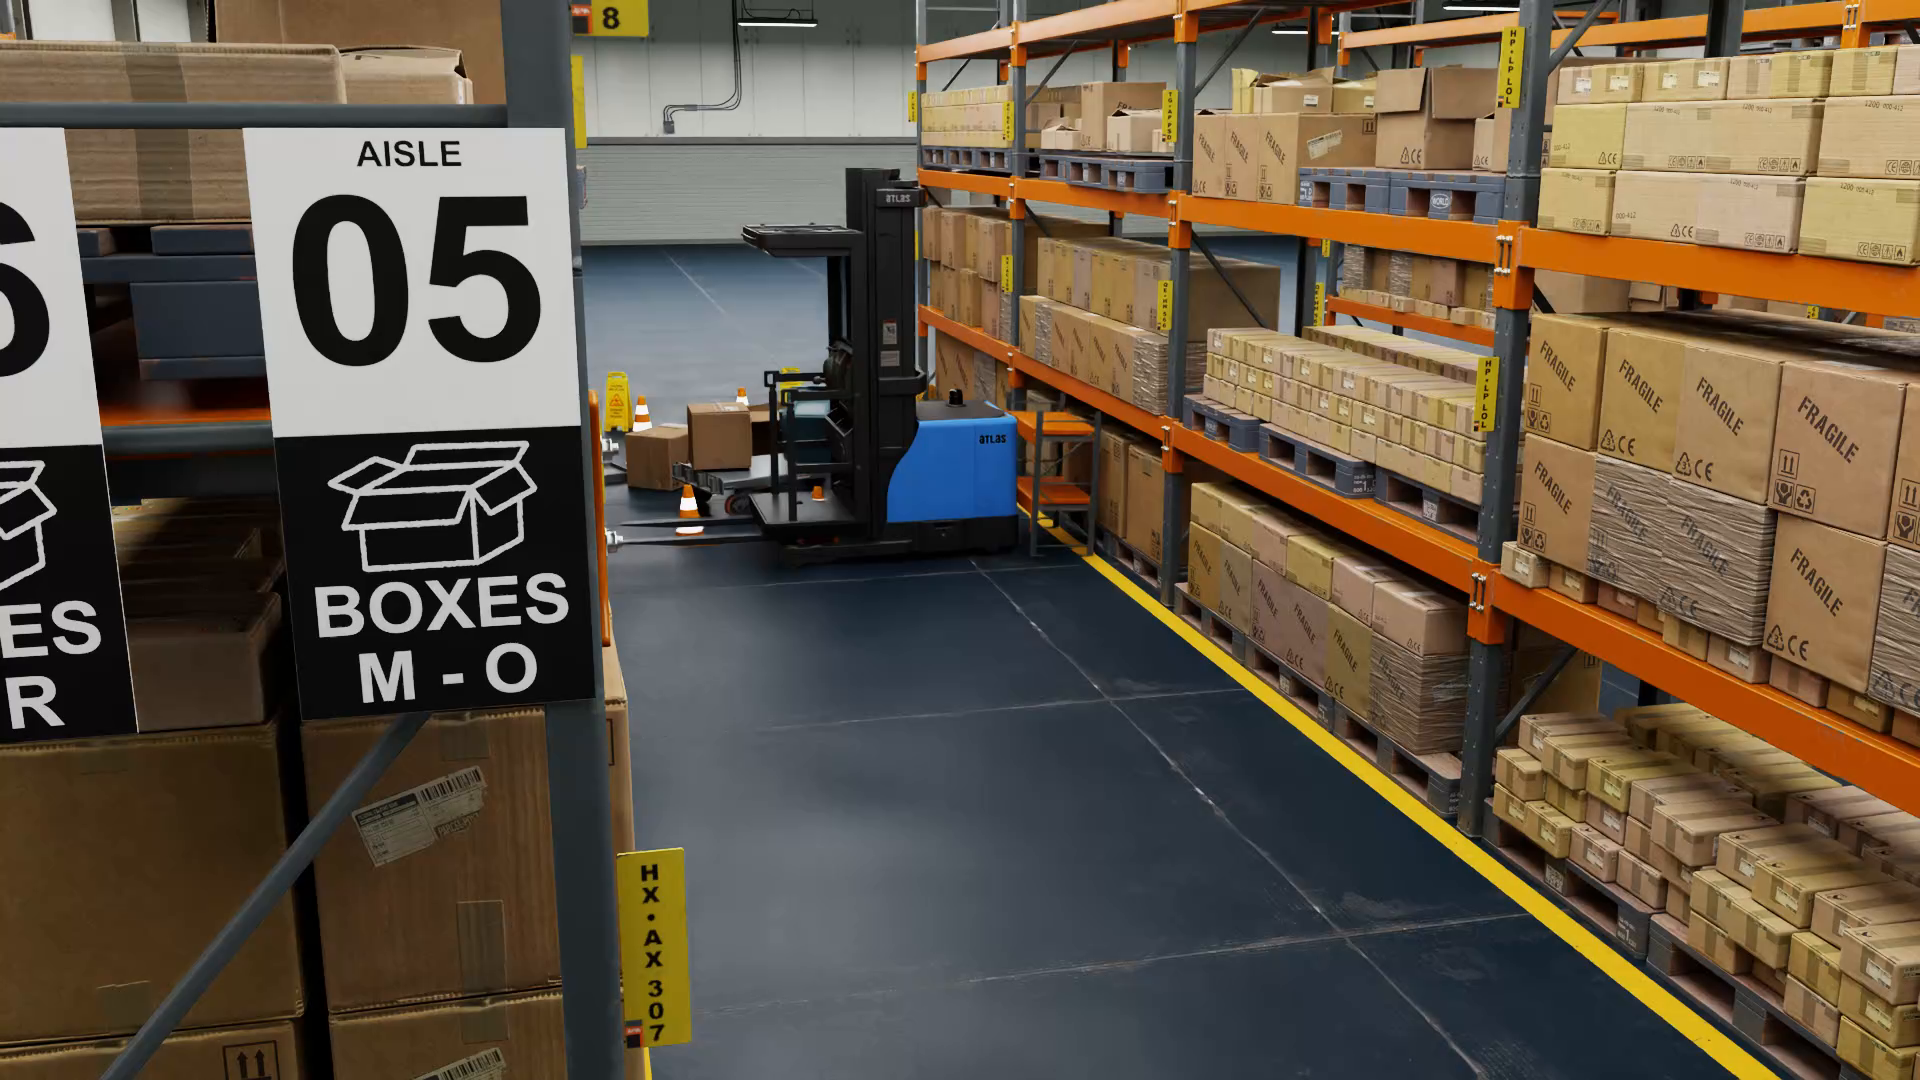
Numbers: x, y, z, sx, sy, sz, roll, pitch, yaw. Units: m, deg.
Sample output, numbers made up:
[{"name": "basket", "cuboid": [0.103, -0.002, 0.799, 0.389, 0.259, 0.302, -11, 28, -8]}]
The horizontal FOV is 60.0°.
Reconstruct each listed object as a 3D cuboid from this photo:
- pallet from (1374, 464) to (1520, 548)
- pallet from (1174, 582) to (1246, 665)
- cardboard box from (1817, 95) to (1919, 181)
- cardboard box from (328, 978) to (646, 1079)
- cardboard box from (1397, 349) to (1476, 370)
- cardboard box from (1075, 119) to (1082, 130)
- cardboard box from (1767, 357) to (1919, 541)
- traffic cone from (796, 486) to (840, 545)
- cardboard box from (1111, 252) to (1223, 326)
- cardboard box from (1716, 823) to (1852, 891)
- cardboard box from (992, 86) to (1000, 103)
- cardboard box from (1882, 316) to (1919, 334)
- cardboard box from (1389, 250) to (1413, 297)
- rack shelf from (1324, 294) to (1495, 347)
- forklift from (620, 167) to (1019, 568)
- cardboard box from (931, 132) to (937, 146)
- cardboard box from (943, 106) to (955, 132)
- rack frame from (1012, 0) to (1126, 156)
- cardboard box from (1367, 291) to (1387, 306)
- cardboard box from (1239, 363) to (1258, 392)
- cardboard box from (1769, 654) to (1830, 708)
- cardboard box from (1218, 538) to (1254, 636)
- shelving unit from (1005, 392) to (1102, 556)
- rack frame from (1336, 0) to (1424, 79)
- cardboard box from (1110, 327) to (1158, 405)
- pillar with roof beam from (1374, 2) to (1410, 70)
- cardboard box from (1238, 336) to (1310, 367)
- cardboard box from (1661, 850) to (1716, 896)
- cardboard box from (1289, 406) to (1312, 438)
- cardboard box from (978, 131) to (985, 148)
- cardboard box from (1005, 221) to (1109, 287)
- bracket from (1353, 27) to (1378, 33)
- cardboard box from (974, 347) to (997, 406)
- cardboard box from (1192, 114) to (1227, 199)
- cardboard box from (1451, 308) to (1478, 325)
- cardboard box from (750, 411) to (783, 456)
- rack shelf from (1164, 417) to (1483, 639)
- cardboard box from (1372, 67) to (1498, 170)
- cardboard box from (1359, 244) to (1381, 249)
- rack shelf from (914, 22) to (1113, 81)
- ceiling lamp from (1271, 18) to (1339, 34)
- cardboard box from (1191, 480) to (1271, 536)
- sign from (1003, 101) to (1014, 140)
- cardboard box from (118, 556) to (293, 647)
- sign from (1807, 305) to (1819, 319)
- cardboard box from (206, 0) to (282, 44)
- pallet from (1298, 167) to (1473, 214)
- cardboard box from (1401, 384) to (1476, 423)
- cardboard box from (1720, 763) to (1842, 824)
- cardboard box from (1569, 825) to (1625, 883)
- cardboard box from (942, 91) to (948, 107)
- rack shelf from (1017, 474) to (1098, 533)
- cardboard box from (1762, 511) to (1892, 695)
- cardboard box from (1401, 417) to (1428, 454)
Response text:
[{"name": "pallet", "cuboid": [2.802, -0.197, 8.318, 1.003, 0.211, 1.213, -3, 14, -13]}, {"name": "pallet", "cuboid": [2.082, 0.506, 10.910, 1.003, 0.211, 1.213, -3, 14, -13]}, {"name": "cardboard box", "cuboid": [3.078, -1.256, 5.189, 0.500, 0.250, 0.500, -4, 14, -16]}, {"name": "cardboard box", "cuboid": [-0.842, 0.941, 3.045, 0.500, 0.500, 0.500, -3, 14, -14]}, {"name": "cardboard box", "cuboid": [2.763, -1.014, 9.647, 0.380, 0.149, 0.250, -3, 14, -10]}, {"name": "cardboard box", "cuboid": [1.282, -3.434, 14.064, 0.500, 0.250, 0.500, -3, 14, -13]}, {"name": "cardboard box", "cuboid": [3.053, -0.312, 5.439, 0.500, 0.500, 0.500, -4, 14, -15]}, {"name": "traffic cone", "cuboid": [-1.135, -0.201, 13.273, 0.336, 0.463, 0.334, -3, 14, -13]}, {"name": "cardboard box", "cuboid": [1.562, -1.902, 12.574, 0.700, 0.500, 0.500, -4, 14, -14]}, {"name": "cardboard box", "cuboid": [3.042, 1.180, 6.146, 0.380, 0.149, 0.250, -4, 14, -16]}, {"name": "cardboard box", "cuboid": [0.506, -4.051, 15.123, 0.380, 0.149, 0.250, -3, 14, -13]}, {"name": "cardboard box", "cuboid": [6.901, -1.648, 11.528, 0.797, 0.503, 0.637, -3, 14, -11]}, {"name": "cardboard box", "cuboid": [5.278, -2.966, 18.408, 0.875, 0.500, 0.500, -3, 14, -13]}, {"name": "rack shelf", "cuboid": [5.336, -2.316, 18.104, 1.077, 0.370, 4.000, -3, 14, -13]}, {"name": "forklift", "cuboid": [-1.116, -1.348, 12.769, 3.031, 2.935, 1.130, -3, 14, -13]}, {"name": "cardboard box", "cuboid": [-0.091, -4.248, 17.609, 0.380, 0.149, 0.250, -3, 14, -13]}, {"name": "cardboard box", "cuboid": [0.125, -4.297, 16.966, 0.500, 0.250, 0.500, -3, 14, -14]}, {"name": "rack frame", "cuboid": [0.961, -4.866, 14.382, 1.000, 3.000, 0.127, -3, 14, -13]}, {"name": "cardboard box", "cuboid": [4.865, -2.752, 18.902, 0.380, 0.149, 0.250, -3, 14, -13]}, {"name": "cardboard box", "cuboid": [1.950, -1.009, 10.253, 0.380, 0.149, 0.250, -4, 14, -15]}, {"name": "cardboard box", "cuboid": [3.053, 0.460, 5.753, 0.380, 0.149, 0.250, -3, 14, -11]}, {"name": "cardboard box", "cuboid": [1.940, 0.275, 10.364, 0.500, 0.500, 0.500, -3, 14, -13]}, {"name": "shelving unit", "cuboid": [0.702, -0.539, 13.189, 0.538, 1.125, 1.048, 0, 13, -12]}, {"name": "rack frame", "cuboid": [4.867, -6.042, 19.195, 1.000, 3.000, 0.127, -3, 14, -13]}, {"name": "cardboard box", "cuboid": [1.418, -1.281, 12.141, 0.500, 0.500, 0.500, -3, 14, -13]}, {"name": "pillar with roof beam", "cuboid": [9.086, -13.437, 49.468, 9.100, 9.000, 0.548, -3, 14, -13]}, {"name": "cardboard box", "cuboid": [1.940, -1.164, 10.260, 0.380, 0.149, 0.250, -3, 14, -13]}, {"name": "cardboard box", "cuboid": [2.955, 1.267, 6.417, 0.380, 0.149, 0.250, -3, 14, -11]}, {"name": "cardboard box", "cuboid": [2.123, -0.690, 9.577, 0.380, 0.149, 0.250, -3, 14, -12]}, {"name": "cardboard box", "cuboid": [0.383, -3.782, 15.700, 0.380, 0.149, 0.250, -3, 14, -13]}, {"name": "cardboard box", "cuboid": [0.908, -2.636, 15.304, 0.875, 0.550, 0.550, -3, 14, -13]}, {"name": "bracket", "cuboid": [12.410, -15.912, 52.014, 0.076, 0.066, 3.189, -3, 14, -13]}, {"name": "cardboard box", "cuboid": [0.666, -1.480, 16.757, 0.875, 0.875, 0.875, -3, 14, -13]}, {"name": "cardboard box", "cuboid": [1.776, -2.388, 10.349, 0.500, 0.500, 0.500, -3, 14, -13]}, {"name": "cardboard box", "cuboid": [5.253, -2.286, 16.995, 0.380, 0.149, 0.250, -3, 14, -13]}, {"name": "cardboard box", "cuboid": [-1.665, -0.949, 15.965, 0.797, 0.637, 0.503, -3, 14, -13]}, {"name": "rack shelf", "cuboid": [2.370, -0.218, 9.514, 1.077, 0.370, 4.000, -3, 14, -13]}, {"name": "cardboard box", "cuboid": [2.605, -2.181, 8.611, 0.797, 0.503, 0.637, -3, 14, -14]}, {"name": "cardboard box", "cuboid": [4.841, -3.548, 18.686, 0.500, 0.500, 0.500, -3, 14, -13]}, {"name": "rack shelf", "cuboid": [0.491, -4.783, 16.404, 1.077, 0.370, 4.000, -3, 14, -13]}, {"name": "ceiling lamp", "cuboid": [9.356, -15.345, 44.977, 2.000, 3.185, 0.800, -3, 14, -13]}, {"name": "cardboard box", "cuboid": [1.827, -0.210, 10.769, 0.500, 0.250, 0.500, -4, 14, -16]}, {"name": "sign", "cuboid": [0.422, -3.667, 14.539, 0.100, 0.325, 0.005, -3, 14, -13]}, {"name": "cardboard box", "cuboid": [-1.371, 0.138, 2.858, 0.380, 0.149, 0.250, -3, 14, -12]}, {"name": "sign", "cuboid": [6.220, -1.773, 12.093, 0.100, 0.325, 0.005, -3, 14, -13]}, {"name": "cardboard box", "cuboid": [-1.600, -1.257, 4.619, 0.797, 0.503, 0.637, -2, 14, -9]}, {"name": "pallet", "cuboid": [2.552, -1.859, 8.792, 1.213, 0.211, 1.003, -3, 14, -13]}, {"name": "cardboard box", "cuboid": [2.433, -0.680, 8.282, 0.380, 0.149, 0.250, -4, 14, -15]}, {"name": "cardboard box", "cuboid": [3.325, 1.032, 6.753, 0.380, 0.149, 0.250, -3, 14, -11]}, {"name": "cardboard box", "cuboid": [2.784, 1.293, 6.937, 0.380, 0.149, 0.250, -3, 14, -13]}, {"name": "cardboard box", "cuboid": [0.028, -4.520, 17.041, 0.380, 0.149, 0.250, -4, 14, -14]}, {"name": "rack shelf", "cuboid": [0.692, -0.301, 13.242, 0.538, 0.278, 1.000, 0, 13, -12]}, {"name": "cardboard box", "cuboid": [3.072, 0.183, 5.519, 0.500, 0.500, 0.500, -3, 14, -10]}, {"name": "cardboard box", "cuboid": [2.436, -0.531, 8.299, 0.380, 0.149, 0.250, -3, 14, -11]}]
